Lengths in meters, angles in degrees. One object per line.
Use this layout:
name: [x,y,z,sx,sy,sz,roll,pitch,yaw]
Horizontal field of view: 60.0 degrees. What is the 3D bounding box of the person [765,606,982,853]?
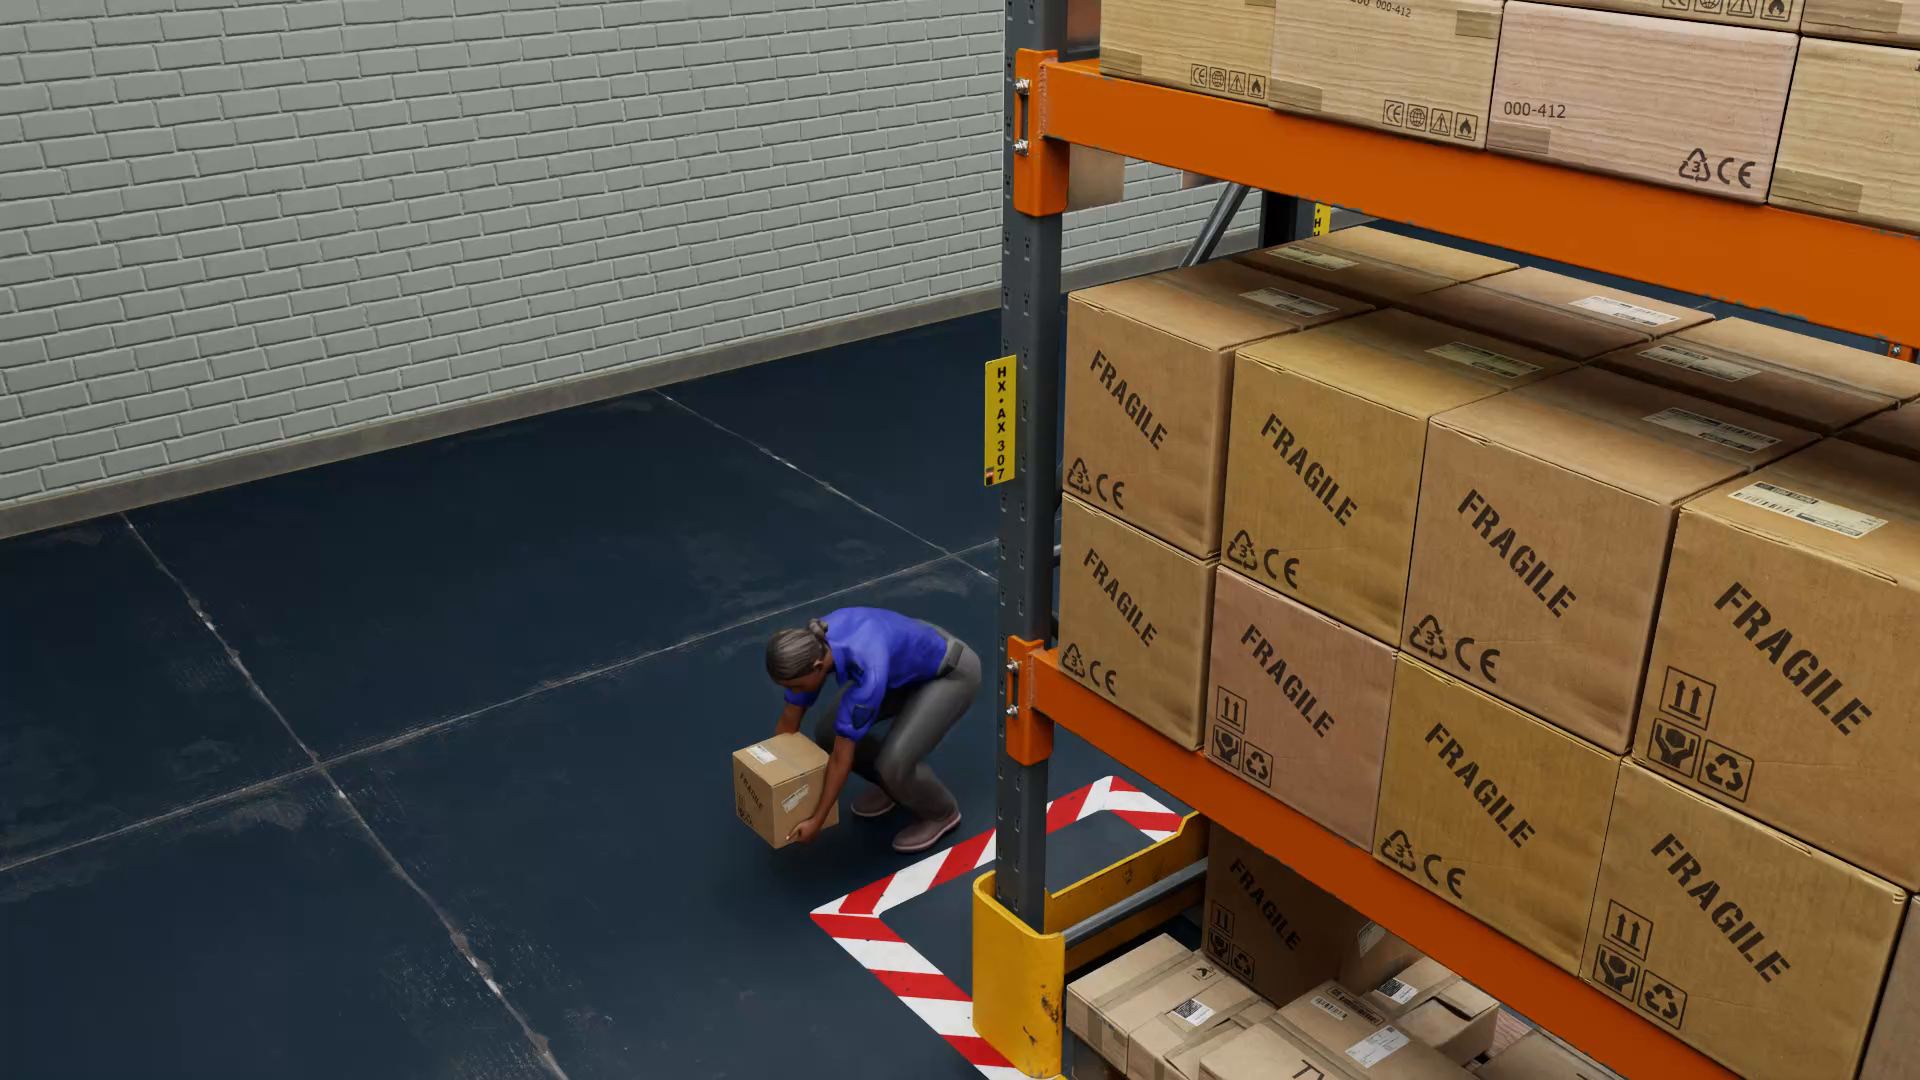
person: [-0.307,0.616,5.647,0.856,0.940,0.469,-19,31,-36]
